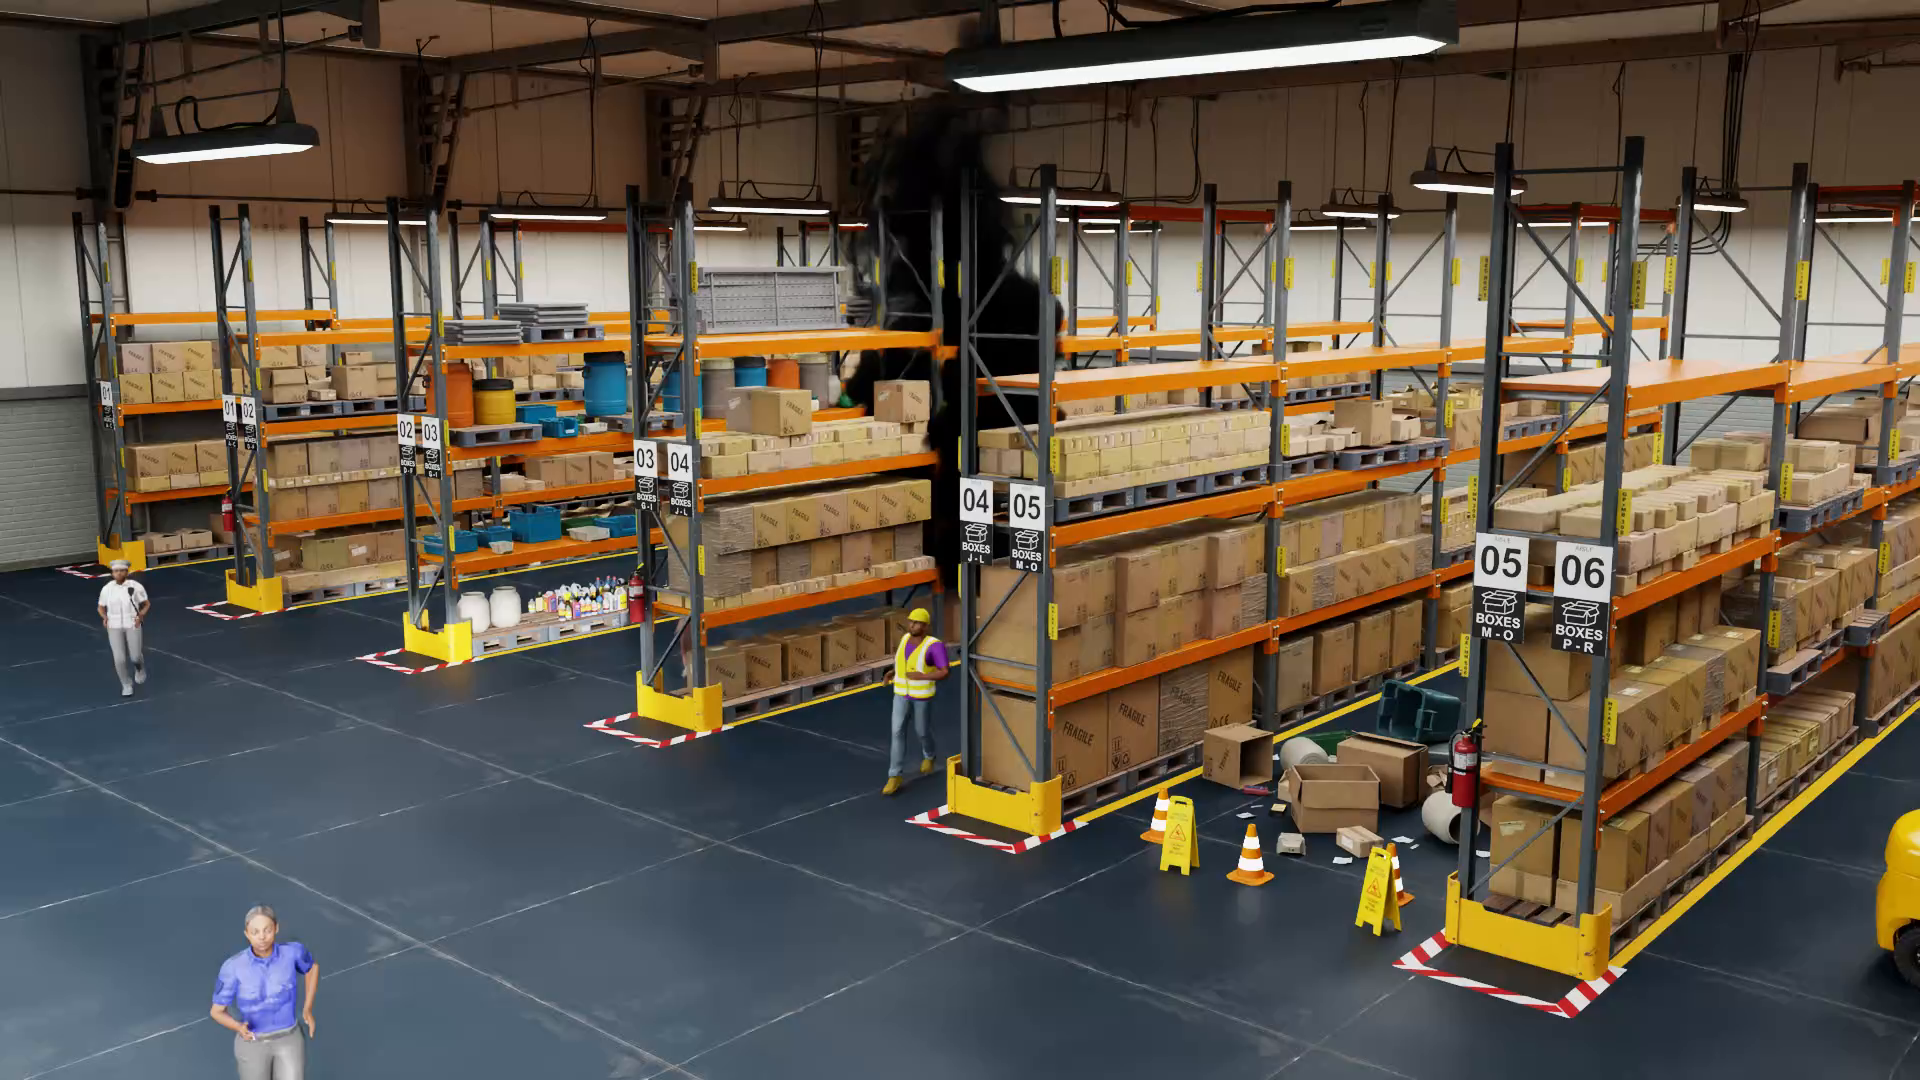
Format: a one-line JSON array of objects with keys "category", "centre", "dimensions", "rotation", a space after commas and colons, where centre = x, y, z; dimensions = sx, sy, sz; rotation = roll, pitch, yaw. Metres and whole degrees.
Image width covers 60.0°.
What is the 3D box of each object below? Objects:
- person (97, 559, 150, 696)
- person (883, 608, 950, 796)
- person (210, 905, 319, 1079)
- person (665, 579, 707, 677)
[{"category": "person", "centre": [-10.082, 1.038, 20.059], "dimensions": [0.573, 1.650, 0.563], "rotation": [-3, 10, -19]}, {"category": "person", "centre": [-0.445, 1.564, 16.516], "dimensions": [0.750, 1.793, 0.919], "rotation": [4, 10, 24]}, {"category": "person", "centre": [-3.841, 2.830, 9.264], "dimensions": [0.581, 1.658, 0.920], "rotation": [-5, 11, -26]}, {"category": "person", "centre": [-3.417, 0.870, 21.064], "dimensions": [0.558, 1.686, 0.670], "rotation": [9, 13, 42]}]
